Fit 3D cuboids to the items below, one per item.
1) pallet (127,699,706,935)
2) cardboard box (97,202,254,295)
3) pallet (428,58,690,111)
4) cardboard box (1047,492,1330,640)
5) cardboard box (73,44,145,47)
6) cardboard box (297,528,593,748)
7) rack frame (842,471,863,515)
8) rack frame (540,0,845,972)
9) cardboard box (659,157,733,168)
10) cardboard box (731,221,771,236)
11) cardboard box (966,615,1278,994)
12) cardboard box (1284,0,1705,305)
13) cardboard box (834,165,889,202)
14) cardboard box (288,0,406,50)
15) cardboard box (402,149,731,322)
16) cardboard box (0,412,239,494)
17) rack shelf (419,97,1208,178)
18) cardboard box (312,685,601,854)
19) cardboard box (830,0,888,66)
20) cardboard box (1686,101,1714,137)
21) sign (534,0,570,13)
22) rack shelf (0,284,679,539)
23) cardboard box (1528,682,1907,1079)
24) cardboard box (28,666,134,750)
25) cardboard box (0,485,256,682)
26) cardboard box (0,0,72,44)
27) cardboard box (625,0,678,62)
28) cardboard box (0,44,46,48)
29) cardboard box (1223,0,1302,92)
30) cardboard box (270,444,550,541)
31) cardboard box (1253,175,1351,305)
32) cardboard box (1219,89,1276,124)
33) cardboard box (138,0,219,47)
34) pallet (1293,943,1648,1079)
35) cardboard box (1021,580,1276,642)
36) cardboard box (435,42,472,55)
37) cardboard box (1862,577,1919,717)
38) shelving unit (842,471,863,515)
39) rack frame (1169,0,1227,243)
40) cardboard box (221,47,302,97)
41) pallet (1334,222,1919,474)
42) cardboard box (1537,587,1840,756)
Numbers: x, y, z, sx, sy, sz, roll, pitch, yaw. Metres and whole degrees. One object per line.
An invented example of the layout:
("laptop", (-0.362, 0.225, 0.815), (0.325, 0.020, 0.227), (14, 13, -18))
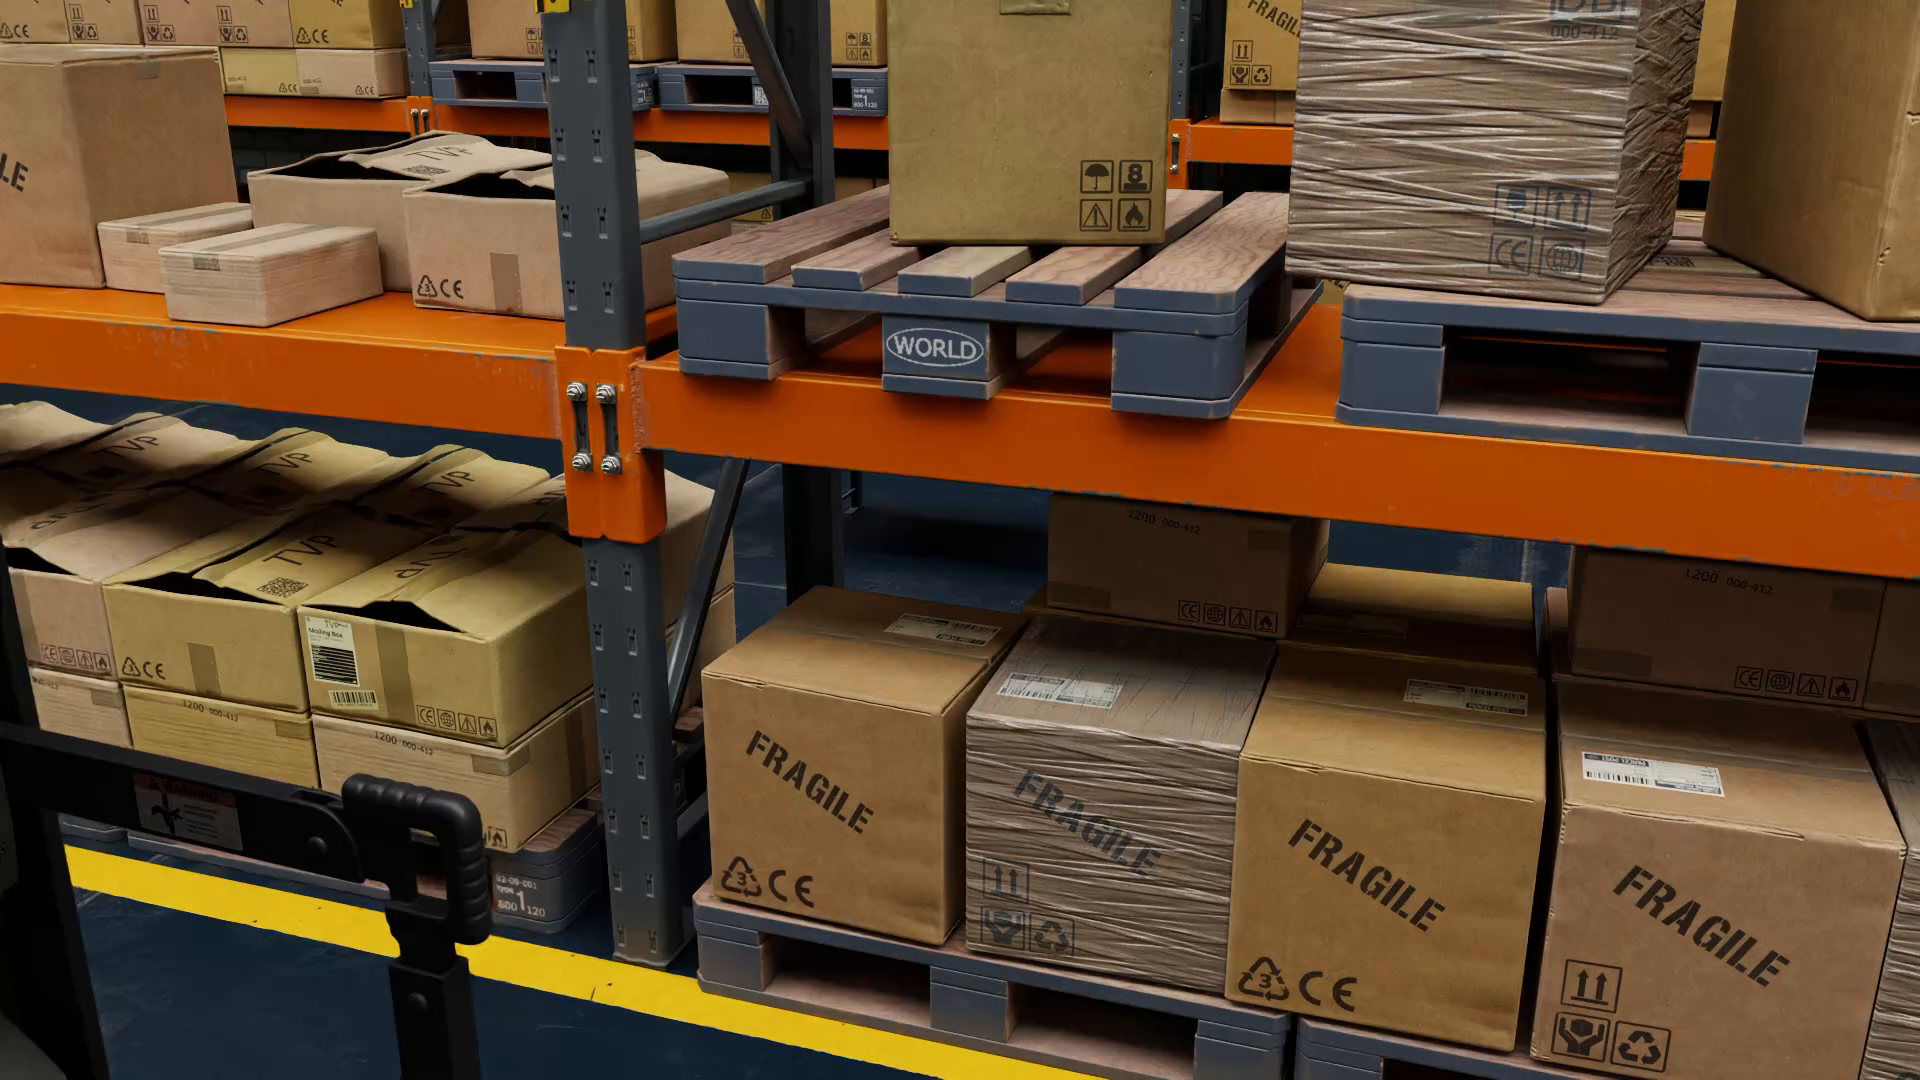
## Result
("pallet", (-1.276, 0.542, 4.201), (1.213, 0.211, 1.003), (7, 20, 18))
("cardboard box", (-1.734, -0.675, 3.838), (0.250, 0.149, 0.380), (8, 21, 22))
("pallet", (-1.993, -2.428, 8.776), (1.213, 0.211, 1.003), (7, 20, 18))
("cardboard box", (0.504, -0.022, 3.573), (0.500, 0.250, 0.500), (7, 21, 20))
("cardboard box", (-4.638, -2.702, 9.468), (0.500, 0.250, 0.500), (7, 20, 19))
("cardboard box", (-1.087, 0.182, 3.686), (0.500, 0.311, 0.500), (7, 20, 19))
("rack frame", (-0.474, -0.585, 6.047), (0.032, 1.125, 0.500), (7, 20, 18))
("rack frame", (-0.511, -0.674, 3.452), (0.127, 3.000, 1.000), (7, 20, 18))
("cardboard box", (-1.550, -1.907, 8.980), (0.500, 0.250, 0.500), (6, 20, 17))
("cardboard box", (-0.993, -1.492, 8.927), (0.500, 0.500, 0.700), (7, 20, 19))
("cardboard box", (0.321, 0.492, 3.238), (0.500, 0.500, 0.500), (6, 20, 16))
("cardboard box", (0.922, -0.728, 2.818), (0.500, 0.500, 0.700), (11, 22, 28))
("cardboard box", (-0.592, -1.792, 8.651), (0.500, 0.250, 0.500), (6, 20, 18))
("cardboard box", (-3.216, -2.894, 8.880), (0.500, 0.500, 0.500), (6, 20, 18))
("cardboard box", (-0.840, -0.685, 3.618), (0.500, 0.311, 0.500), (8, 21, 21))
("cardboard box", (-2.375, -0.152, 4.641), (0.500, 0.311, 0.500), (6, 20, 17))
("rack shelf", (-0.778, -2.091, 8.610), (4.000, 0.370, 1.077), (7, 20, 18))
("cardboard box", (-1.088, 0.445, 3.781), (0.500, 0.250, 0.500), (7, 20, 19))
("cardboard box", (-0.520, -2.645, 8.286), (0.500, 0.500, 0.700), (7, 20, 18))
("cardboard box", (3.044, -1.805, 7.048), (0.250, 0.149, 0.380), (7, 20, 20))
("sign", (-0.690, -1.048, 2.765), (0.005, 0.325, 0.100), (7, 20, 18))
("rack shelf", (-2.400, -0.550, 4.190), (4.000, 0.370, 1.077), (7, 20, 18))
("cardboard box", (1.288, 0.602, 2.921), (0.500, 0.500, 0.500), (6, 20, 16))
("cardboard box", (-2.050, 0.336, 4.096), (0.500, 0.250, 0.500), (7, 20, 19))
("cardboard box", (-2.056, 0.072, 4.000), (0.500, 0.311, 0.500), (6, 20, 18))
("cardboard box", (-5.144, -3.112, 9.505), (0.500, 0.500, 0.500), (6, 20, 16))
("cardboard box", (-1.672, -2.773, 8.655), (0.500, 0.500, 0.700), (9, 21, 24))
("cardboard box", (-2.599, -0.954, 4.104), (0.500, 0.500, 0.500), (7, 20, 18))
("cardboard box", (1.486, -2.279, 7.424), (0.500, 0.500, 0.500), (7, 20, 20))
("cardboard box", (-1.408, -0.040, 4.323), (0.500, 0.311, 0.500), (6, 20, 17))
("cardboard box", (1.763, -1.277, 7.811), (0.750, 0.750, 0.750), (6, 20, 17))
("cardboard box", (1.346, -1.998, 7.601), (0.250, 0.149, 0.380), (6, 20, 17))
("cardboard box", (-4.161, -3.004, 9.195), (0.500, 0.500, 0.500), (6, 20, 16))
("pallet", (1.330, 0.868, 3.266), (1.213, 0.211, 1.003), (7, 20, 18))
("cardboard box", (0.449, 0.327, 3.711), (0.500, 0.500, 0.500), (7, 21, 20))
("cardboard box", (-3.041, -2.703, 9.470), (0.500, 0.250, 0.500), (7, 20, 19))
("cardboard box", (1.946, 0.141, 3.105), (0.500, 0.250, 0.500), (7, 20, 18))
("shelving unit", (0.006, -0.530, 5.889), (1.048, 1.125, 0.538), (7, 20, 18))
("rack frame", (1.111, -2.214, 7.872), (0.127, 3.000, 1.000), (7, 20, 18))
("cardboard box", (-3.682, -2.598, 9.171), (0.500, 0.250, 0.500), (7, 20, 18))
("pallet", (1.327, -0.374, 2.885), (1.213, 0.211, 1.003), (7, 20, 18))
("cardboard box", (1.436, 0.438, 3.393), (0.500, 0.500, 0.500), (6, 20, 16))
